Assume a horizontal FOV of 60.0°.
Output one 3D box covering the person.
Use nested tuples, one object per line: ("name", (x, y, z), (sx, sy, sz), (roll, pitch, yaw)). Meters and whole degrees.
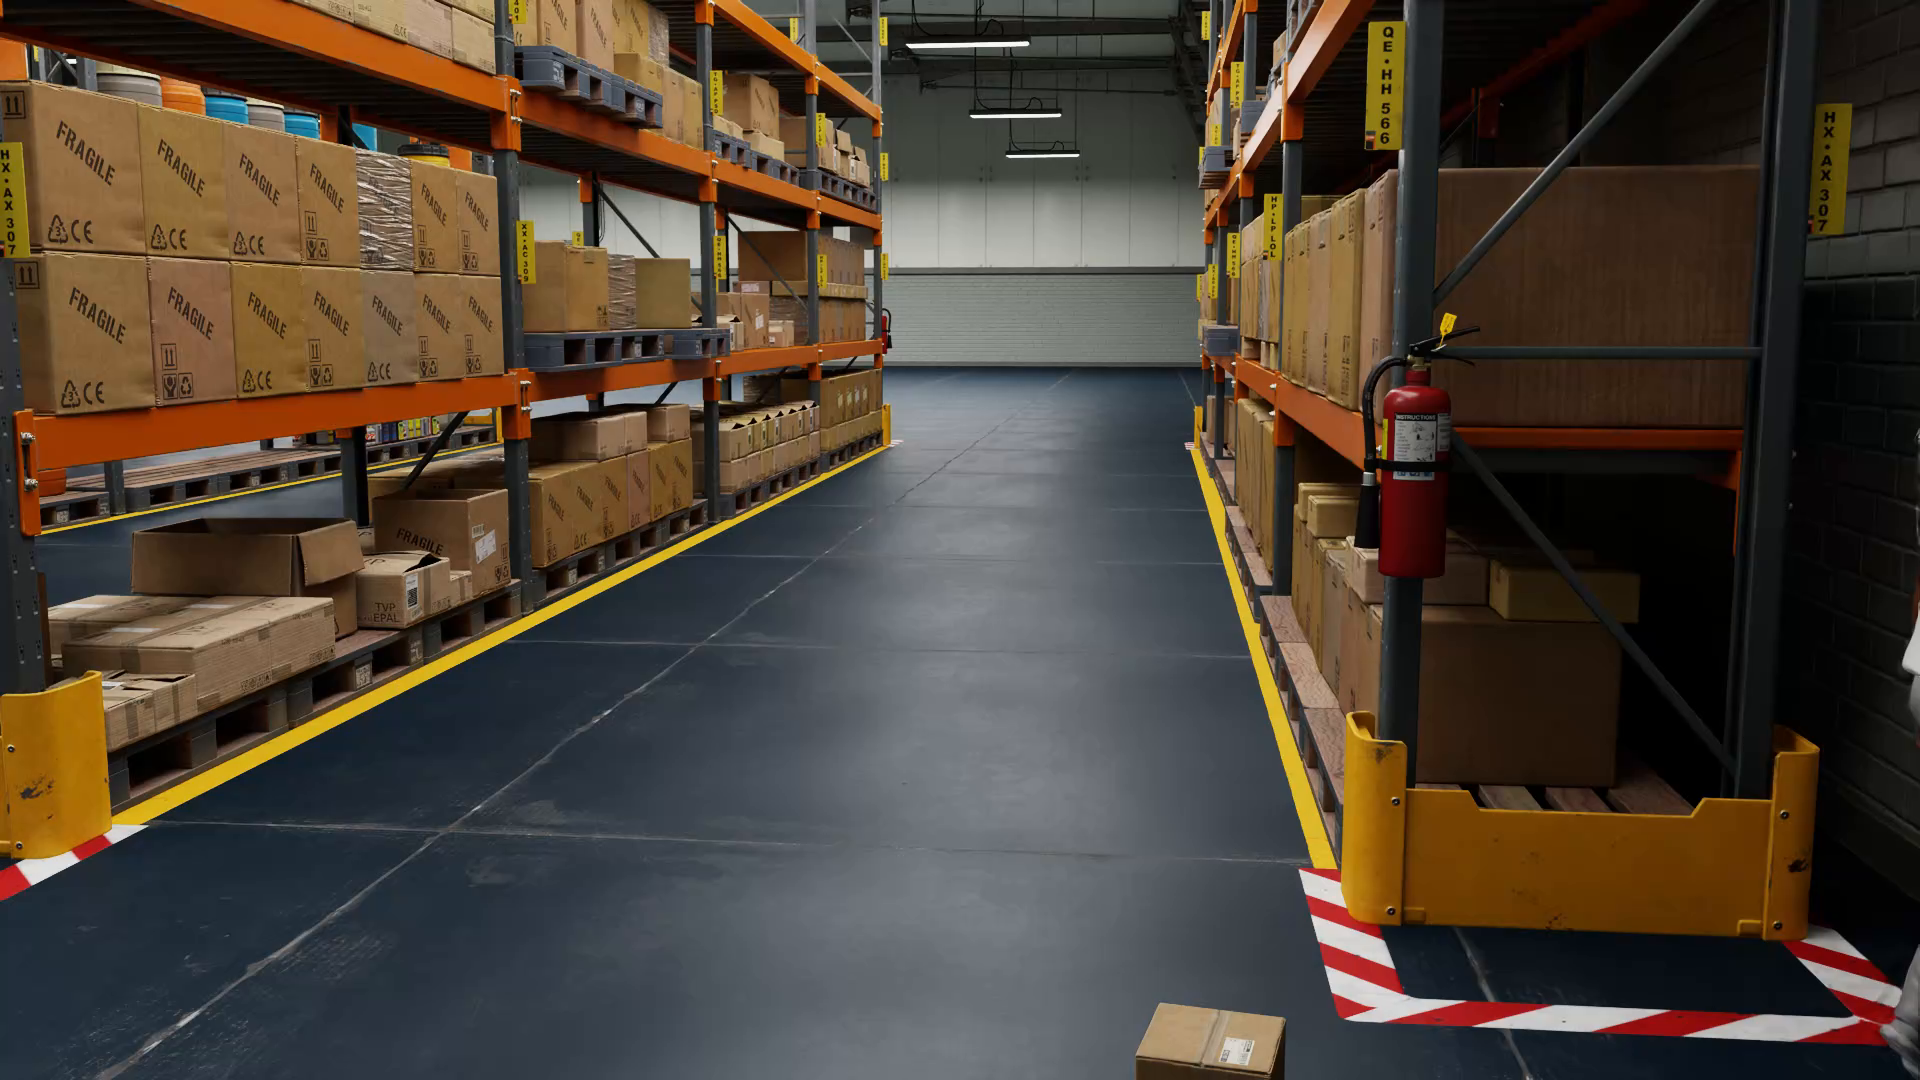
("person", (2.030, 0.364, 3.194), (0.374, 1.762, 0.485), (1, 8, 4))
